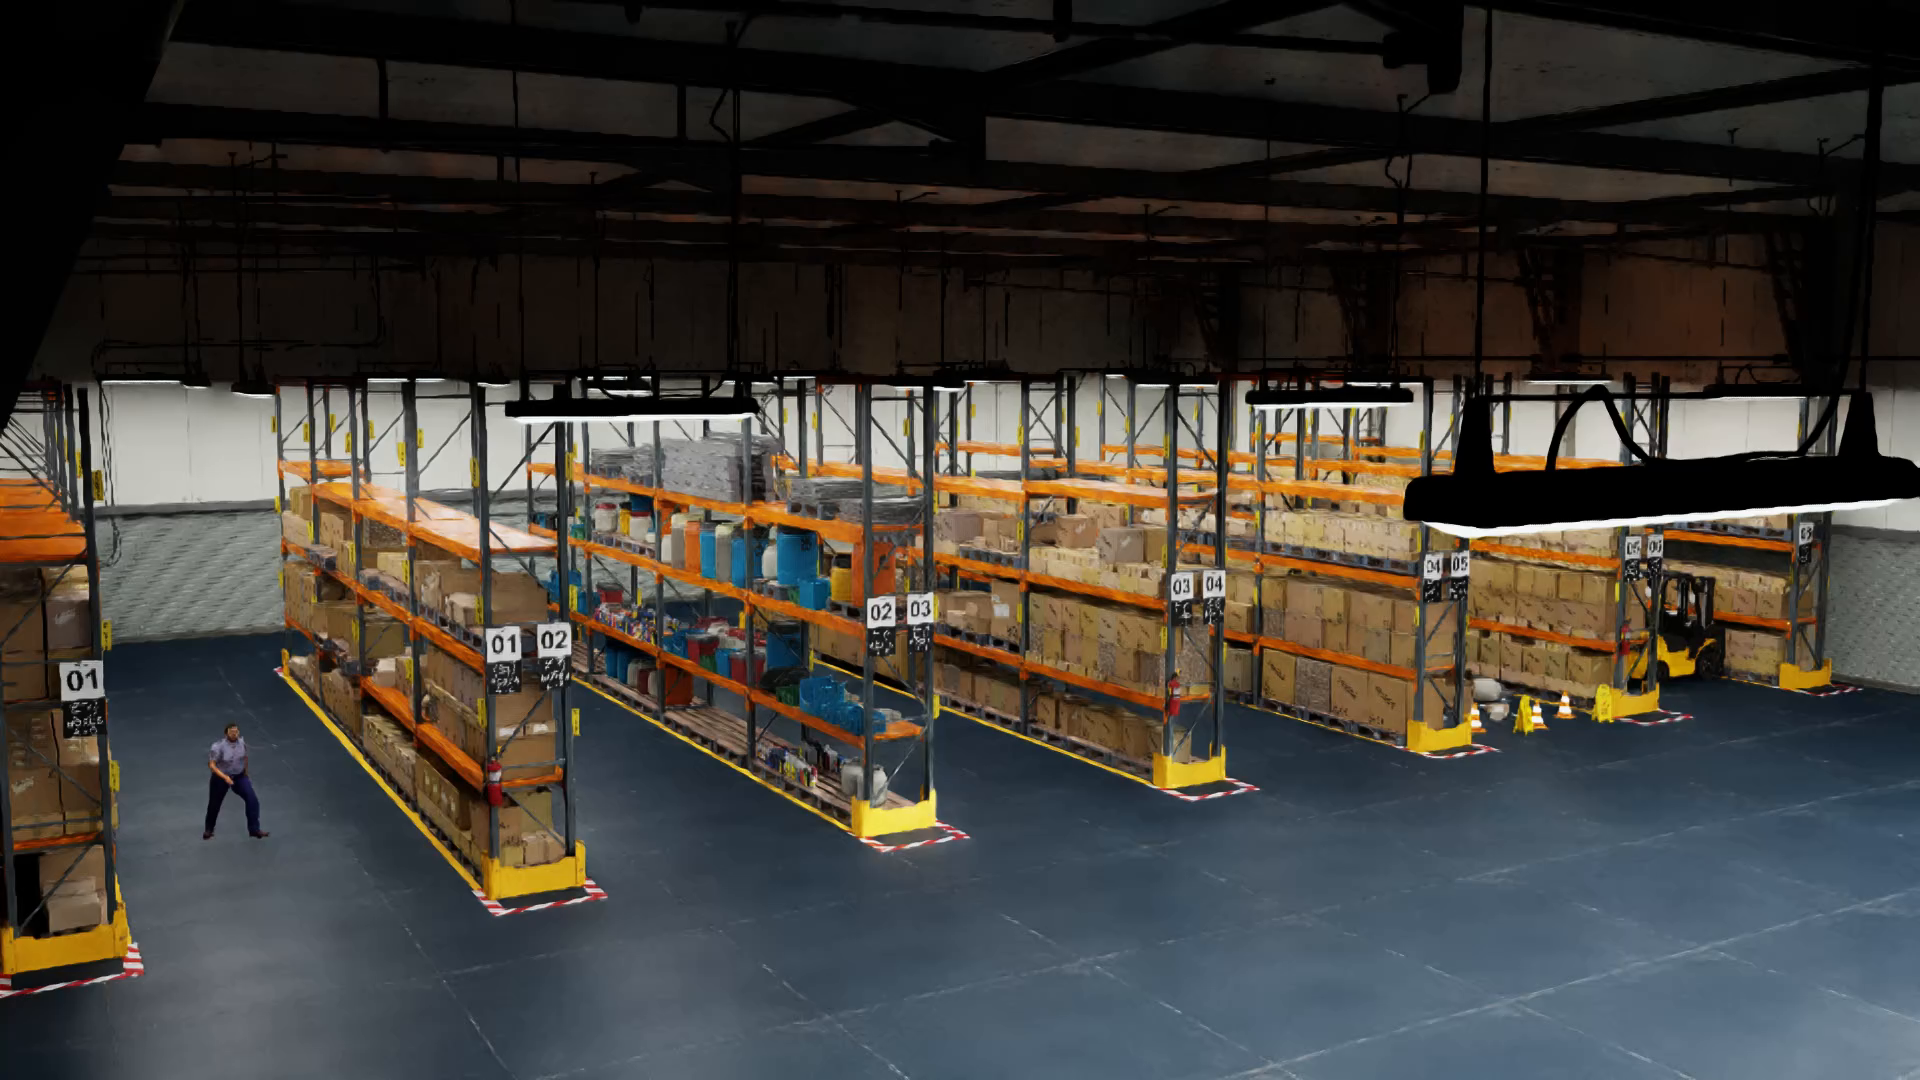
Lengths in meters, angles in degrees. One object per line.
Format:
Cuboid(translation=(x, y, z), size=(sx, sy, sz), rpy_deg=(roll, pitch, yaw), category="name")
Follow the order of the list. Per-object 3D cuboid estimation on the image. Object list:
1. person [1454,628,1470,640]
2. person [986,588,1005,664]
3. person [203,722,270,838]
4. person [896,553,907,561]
Cuboid(translation=(10.884, 1.535, 36.174), size=(0.551, 1.665, 0.573), rpy_deg=(0, 6, 0), category="person")
Cuboid(translation=(0.753, 1.738, 34.559), size=(0.502, 1.621, 0.989), rpy_deg=(-4, 7, -31), category="person")
Cuboid(translation=(-9.610, 3.144, 21.915), size=(0.824, 1.578, 0.655), rpy_deg=(6, 9, 43), category="person")
Cuboid(translation=(-1.412, 0.981, 41.328), size=(0.498, 1.671, 0.552), rpy_deg=(0, 6, -4), category="person")
